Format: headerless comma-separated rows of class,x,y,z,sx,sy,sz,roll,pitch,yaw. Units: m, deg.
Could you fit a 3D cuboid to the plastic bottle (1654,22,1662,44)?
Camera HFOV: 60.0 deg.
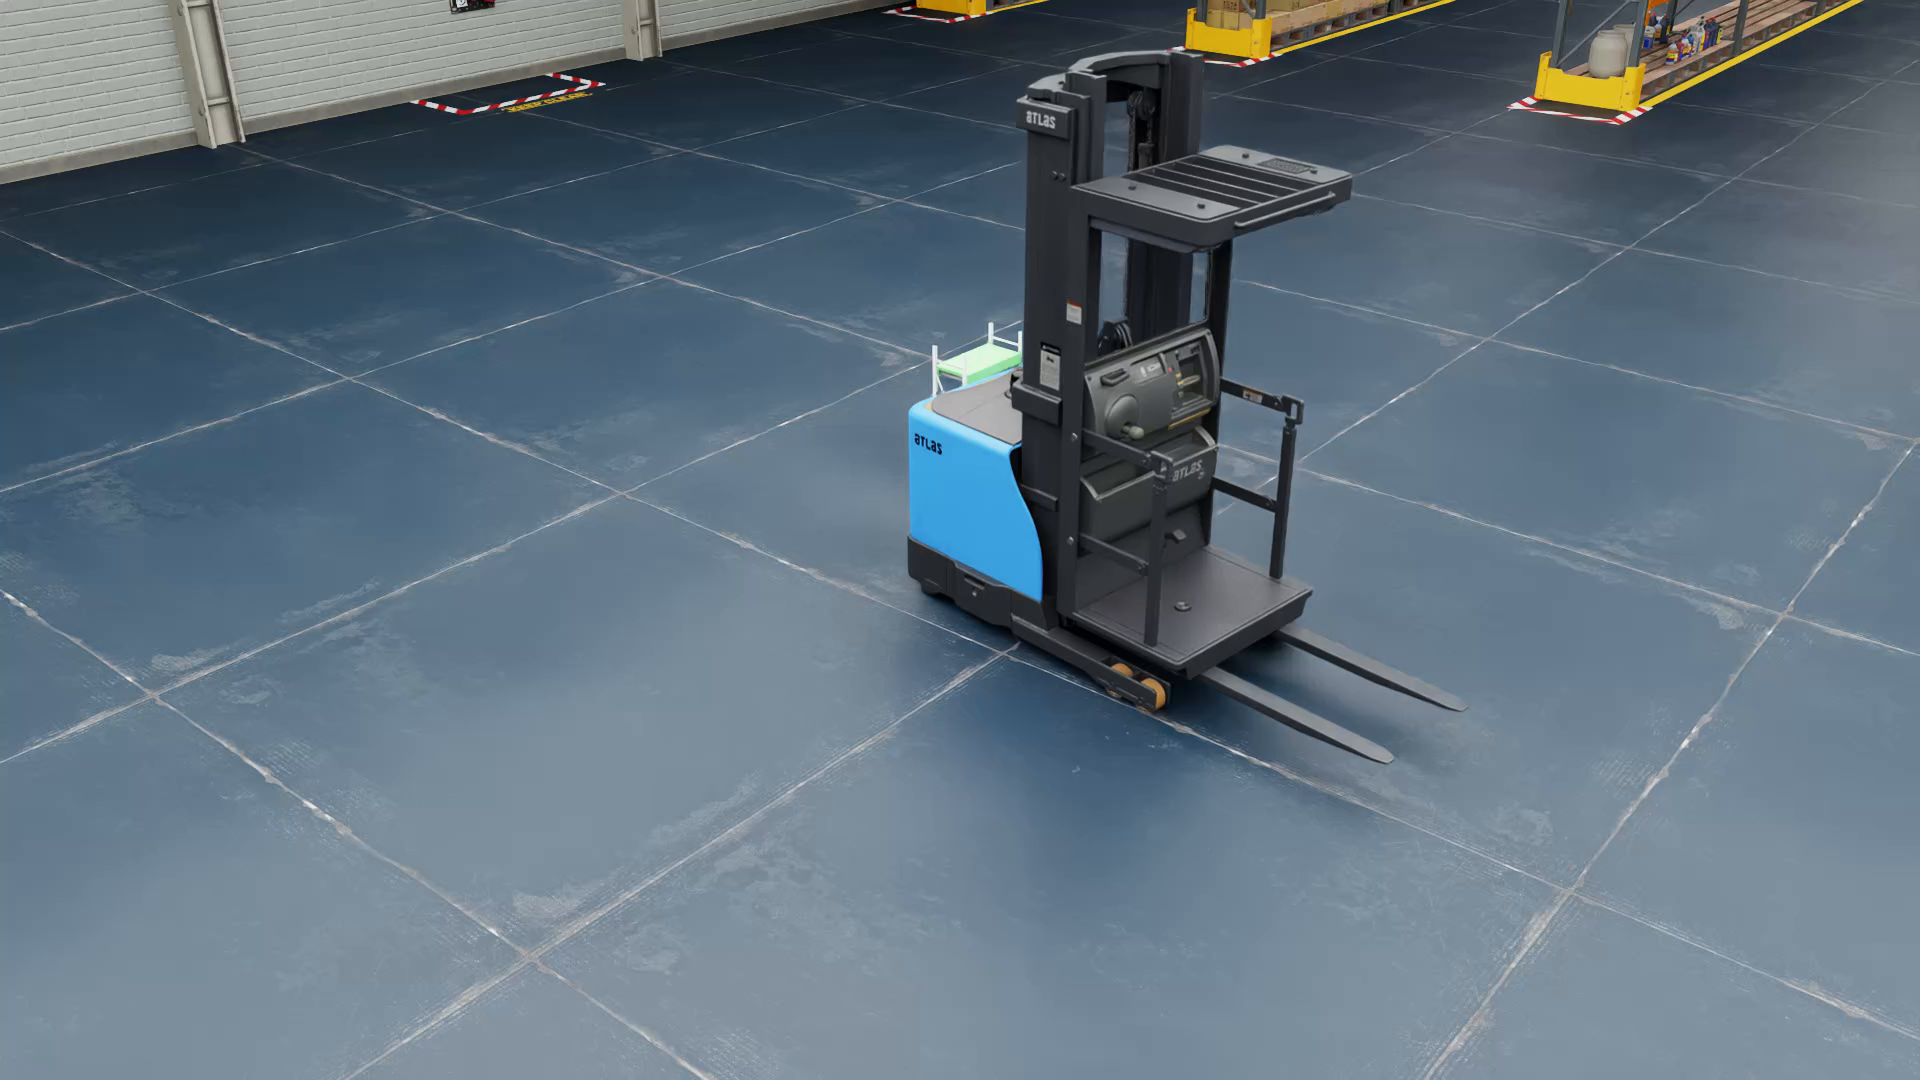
plastic bottle,9.168,-6.670,21.869,0.097,0.271,0.097,0,27,0

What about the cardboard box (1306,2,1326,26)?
cardboard box,4.783,-7.414,23.353,0.500,0.250,0.500,21,34,34

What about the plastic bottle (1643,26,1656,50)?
plastic bottle,8.907,-6.507,21.548,0.152,0.276,0.135,21,34,34

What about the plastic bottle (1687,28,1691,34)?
plastic bottle,9.391,-6.452,21.436,0.061,0.283,0.133,21,34,34

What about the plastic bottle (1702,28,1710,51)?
plastic bottle,9.620,-6.476,21.482,0.061,0.283,0.133,23,35,38

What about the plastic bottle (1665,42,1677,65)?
plastic bottle,8.850,-6.055,20.680,0.097,0.271,0.097,0,27,0

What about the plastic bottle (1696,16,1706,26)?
plastic bottle,9.702,-6.686,21.814,0.144,0.351,0.185,21,34,34

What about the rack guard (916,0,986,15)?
rack guard,-0.140,-8.332,25.311,1.175,0.500,0.348,21,34,34

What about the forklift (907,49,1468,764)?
forklift,1.090,-0.724,7.959,1.130,2.935,3.031,-24,36,-38

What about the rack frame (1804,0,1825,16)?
rack frame,12.545,-9.356,24.571,1.000,3.000,0.127,21,34,34

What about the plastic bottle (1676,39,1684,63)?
plastic bottle,9.008,-6.135,20.822,0.061,0.283,0.133,21,34,35

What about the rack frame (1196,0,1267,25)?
rack frame,3.637,-7.969,21.889,1.000,3.000,0.127,21,34,34

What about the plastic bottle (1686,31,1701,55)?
plastic bottle,9.380,-6.372,21.288,0.152,0.276,0.135,21,34,35

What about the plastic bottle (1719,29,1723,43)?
plastic bottle,10.011,-6.671,21.947,0.097,0.201,0.097,0,27,0

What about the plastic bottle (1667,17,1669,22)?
plastic bottle,9.358,-6.788,22.085,0.061,0.283,0.133,21,34,34

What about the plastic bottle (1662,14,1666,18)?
plastic bottle,9.460,-6.937,22.384,0.097,0.271,0.097,0,27,0

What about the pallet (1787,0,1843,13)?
pallet,13.014,-8.409,25.775,1.003,0.211,1.213,21,34,34

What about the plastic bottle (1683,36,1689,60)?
plastic bottle,9.132,-6.212,20.984,0.097,0.271,0.097,0,27,0

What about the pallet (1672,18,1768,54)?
pallet,10.470,-6.989,23.030,1.003,0.211,1.213,21,34,34

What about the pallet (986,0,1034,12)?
pallet,0.404,-8.481,25.915,1.003,0.211,1.213,21,34,34

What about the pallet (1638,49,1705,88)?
pallet,8.766,-6.039,21.194,1.003,0.211,1.213,21,34,34

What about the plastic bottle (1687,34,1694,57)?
plastic bottle,9.261,-6.284,21.123,0.097,0.271,0.097,0,27,0

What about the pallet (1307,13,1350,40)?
pallet,4.867,-7.444,23.910,1.003,0.211,1.213,21,34,34

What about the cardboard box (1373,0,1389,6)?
cardboard box,6.055,-8.124,24.724,0.500,0.250,0.500,21,34,34

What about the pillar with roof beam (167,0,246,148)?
pillar with roof beam,-4.721,-7.068,13.619,9.100,9.000,0.400,21,34,34

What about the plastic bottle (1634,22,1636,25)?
plastic bottle,8.777,-6.574,21.598,0.144,0.351,0.185,20,34,34

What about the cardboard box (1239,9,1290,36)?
cardboard box,4.150,-7.059,22.666,0.500,0.250,0.500,21,34,34

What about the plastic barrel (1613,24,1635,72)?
plastic barrel,8.135,-6.035,20.401,0.421,0.512,0.421,0,27,0

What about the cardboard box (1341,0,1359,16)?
cardboard box,5.422,-7.768,24.036,0.500,0.250,0.500,21,34,34

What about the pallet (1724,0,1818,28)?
pallet,12.022,-7.854,24.703,1.003,0.211,1.213,21,34,34

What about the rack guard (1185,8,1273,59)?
rack guard,3.622,-6.850,22.447,1.175,0.500,0.348,21,34,34

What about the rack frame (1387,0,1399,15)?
rack frame,6.181,-9.387,24.630,1.000,3.000,0.127,21,34,34

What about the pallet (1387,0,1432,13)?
pallet,6.620,-8.421,25.798,1.003,0.211,1.213,21,34,34

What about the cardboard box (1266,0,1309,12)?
cardboard box,4.466,-7.570,22.838,0.500,0.500,0.500,21,34,34

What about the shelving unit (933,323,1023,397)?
shelving unit,0.103,-0.593,9.591,0.258,1.200,0.503,22,34,35

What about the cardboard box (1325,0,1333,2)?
cardboard box,5.106,-7.923,23.520,0.500,0.500,0.500,21,34,34

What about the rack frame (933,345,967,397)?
rack frame,-0.056,-0.508,9.427,0.240,1.200,0.015,22,34,35

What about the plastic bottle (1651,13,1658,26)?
plastic bottle,9.167,-6.792,22.018,0.144,0.351,0.185,22,34,36

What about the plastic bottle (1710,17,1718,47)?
plastic bottle,9.814,-6.644,21.733,0.144,0.351,0.185,20,33,33
